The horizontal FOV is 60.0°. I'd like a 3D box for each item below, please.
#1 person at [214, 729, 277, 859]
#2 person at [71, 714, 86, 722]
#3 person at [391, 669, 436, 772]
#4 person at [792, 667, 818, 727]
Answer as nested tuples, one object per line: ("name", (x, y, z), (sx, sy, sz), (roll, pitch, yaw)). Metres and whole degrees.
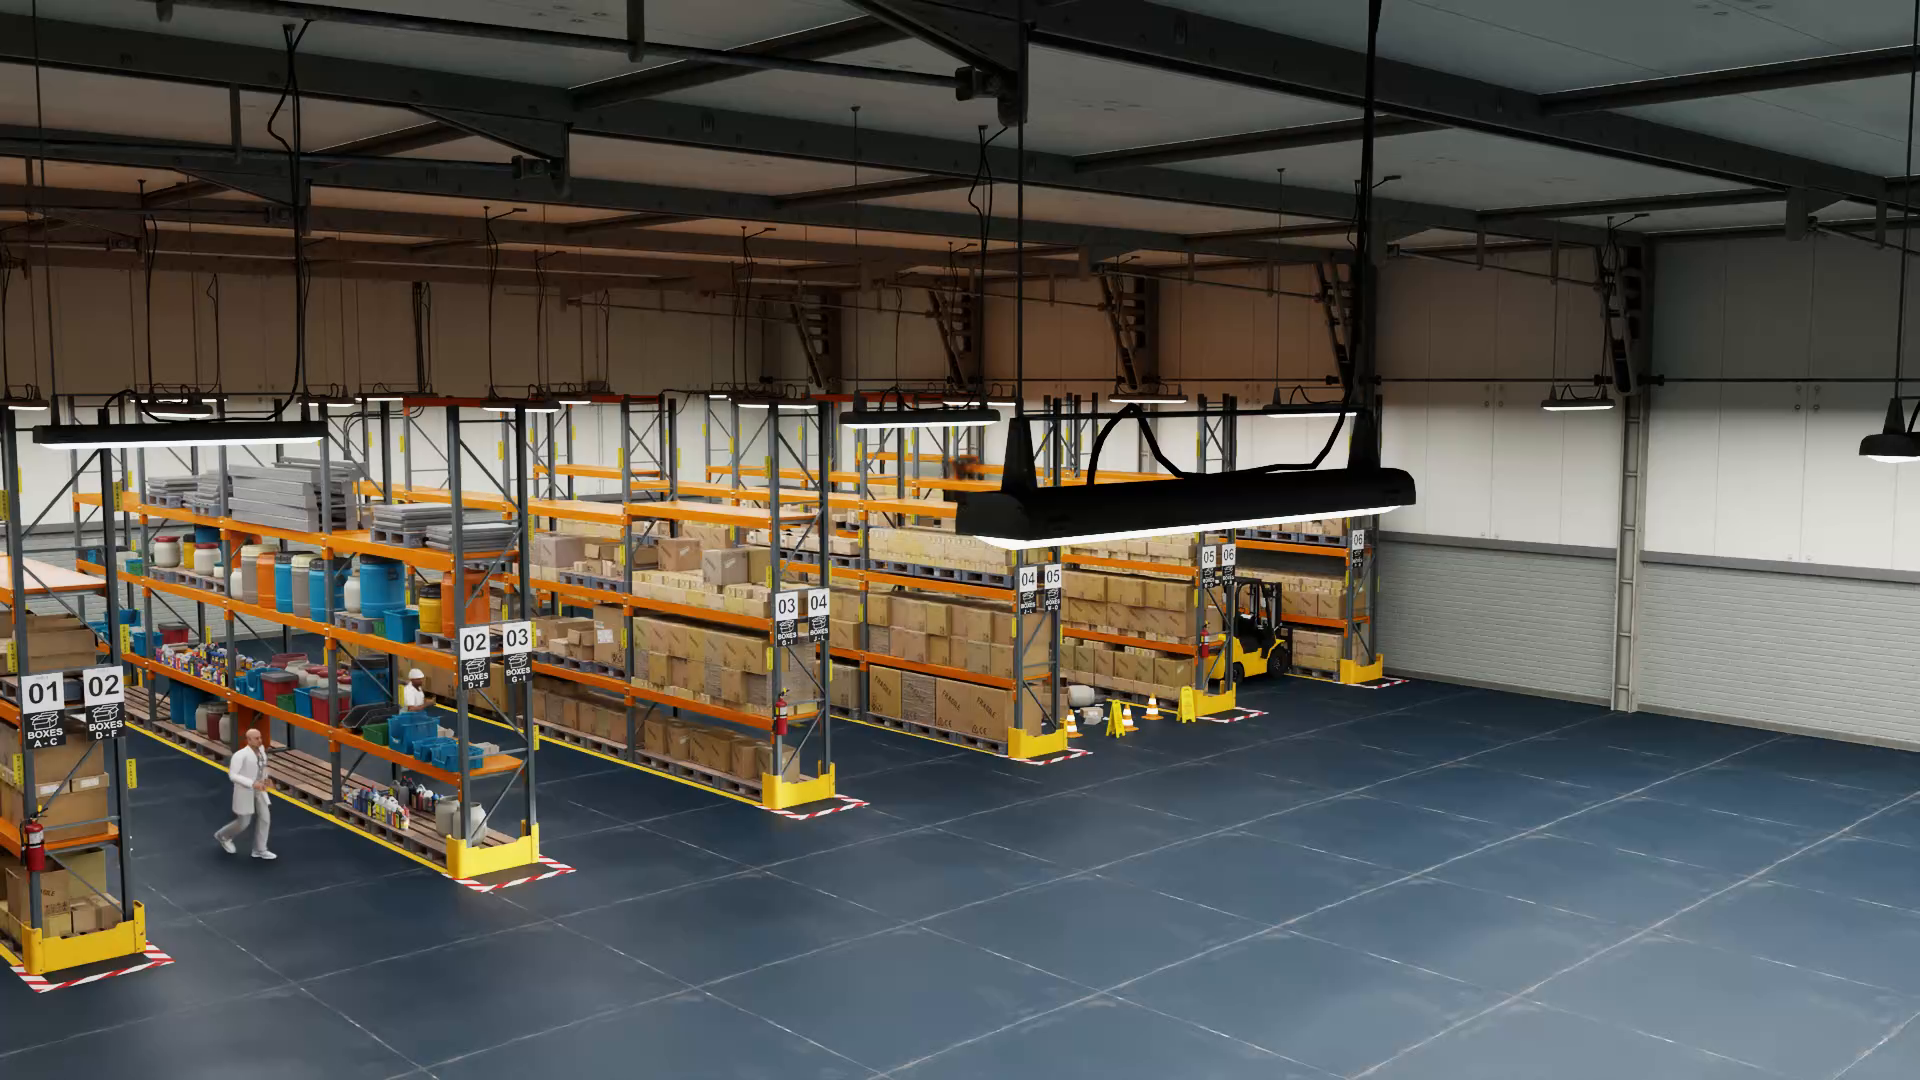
("person", (-9.477, 3.344, 21.994), (0.932, 1.740, 0.699), (2, 6, 23))
("person", (-13.010, 3.105, 24.728), (0.812, 1.737, 0.547), (5, 8, 44))
("person", (-8.779, 2.907, 26.651), (0.869, 1.718, 0.660), (1, 6, 8))
("person", (-2.950, 2.601, 30.368), (0.884, 1.628, 0.737), (2, 6, 21))
